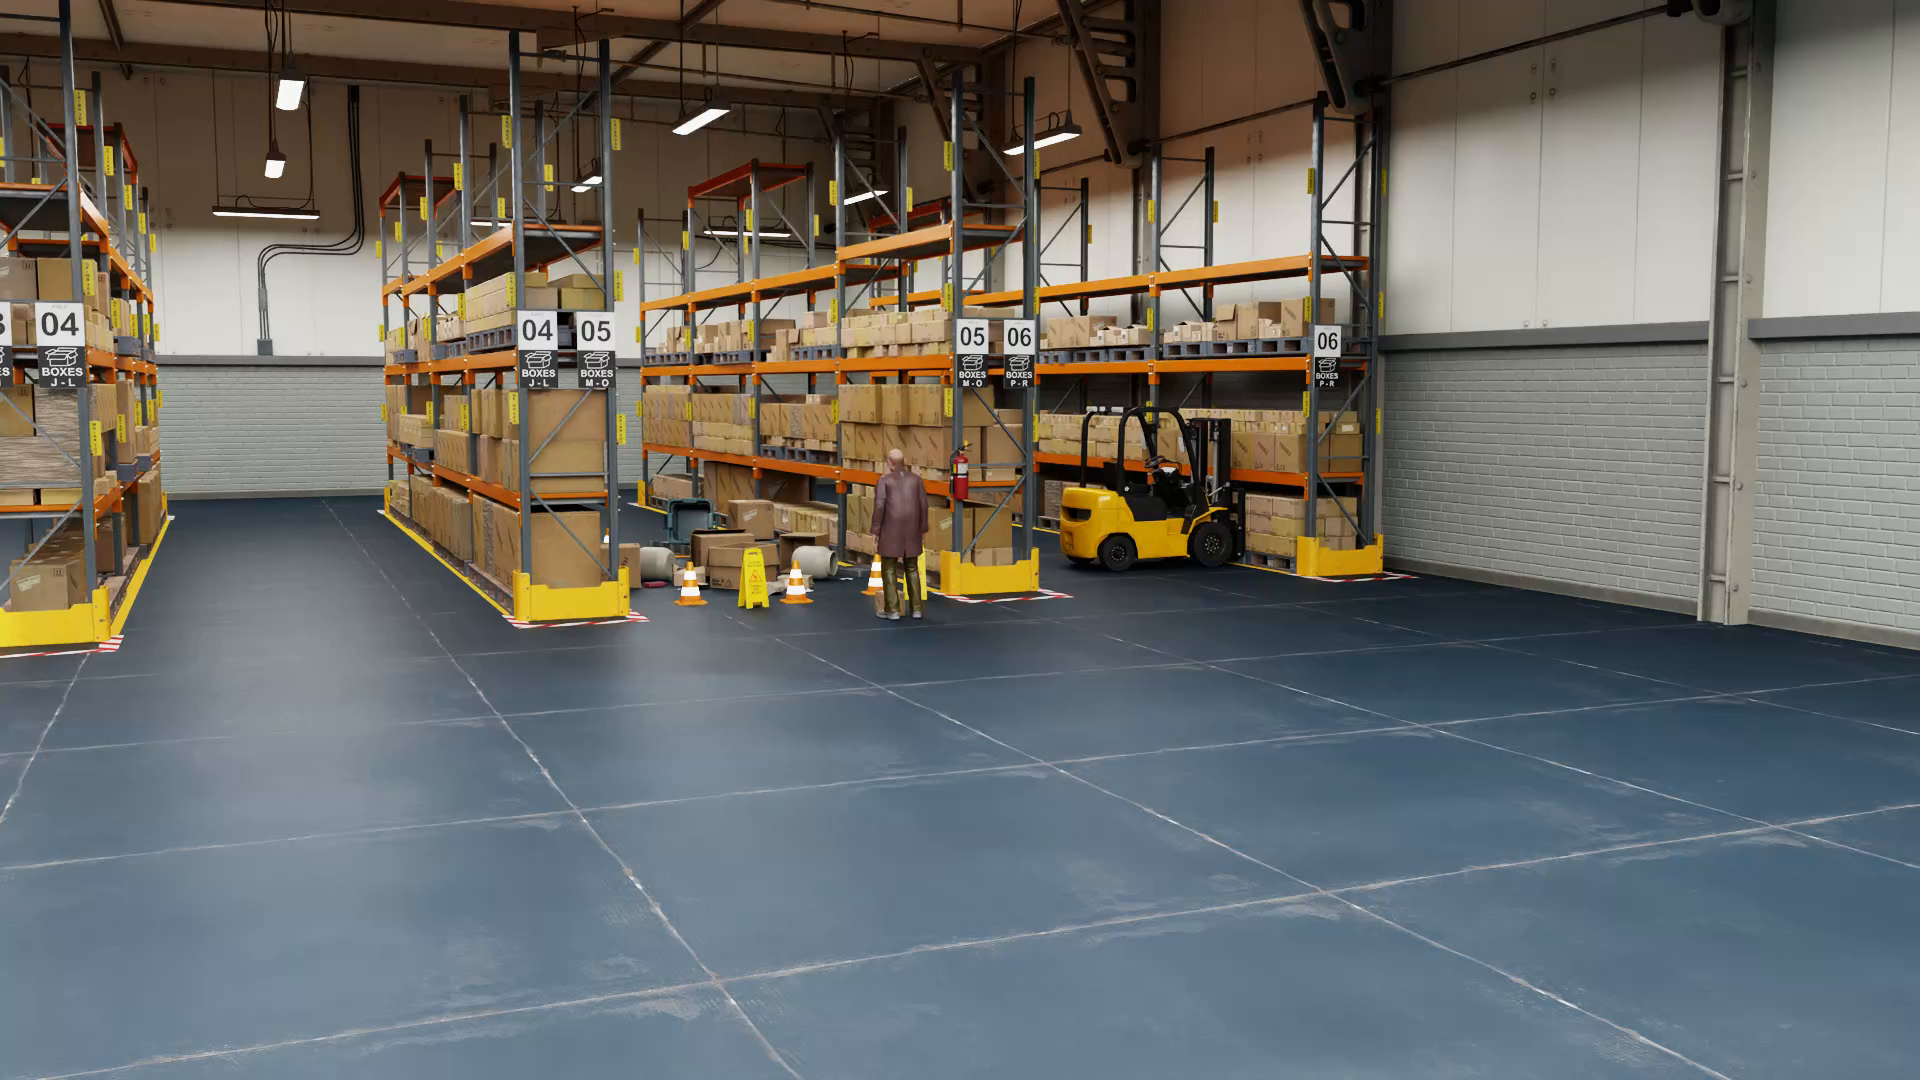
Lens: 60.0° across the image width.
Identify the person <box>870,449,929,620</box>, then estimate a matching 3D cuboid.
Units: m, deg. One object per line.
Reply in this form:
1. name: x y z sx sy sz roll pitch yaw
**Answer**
1. person: -0.633 -0.065 17.400 0.644 1.774 0.427 -2 6 -23
